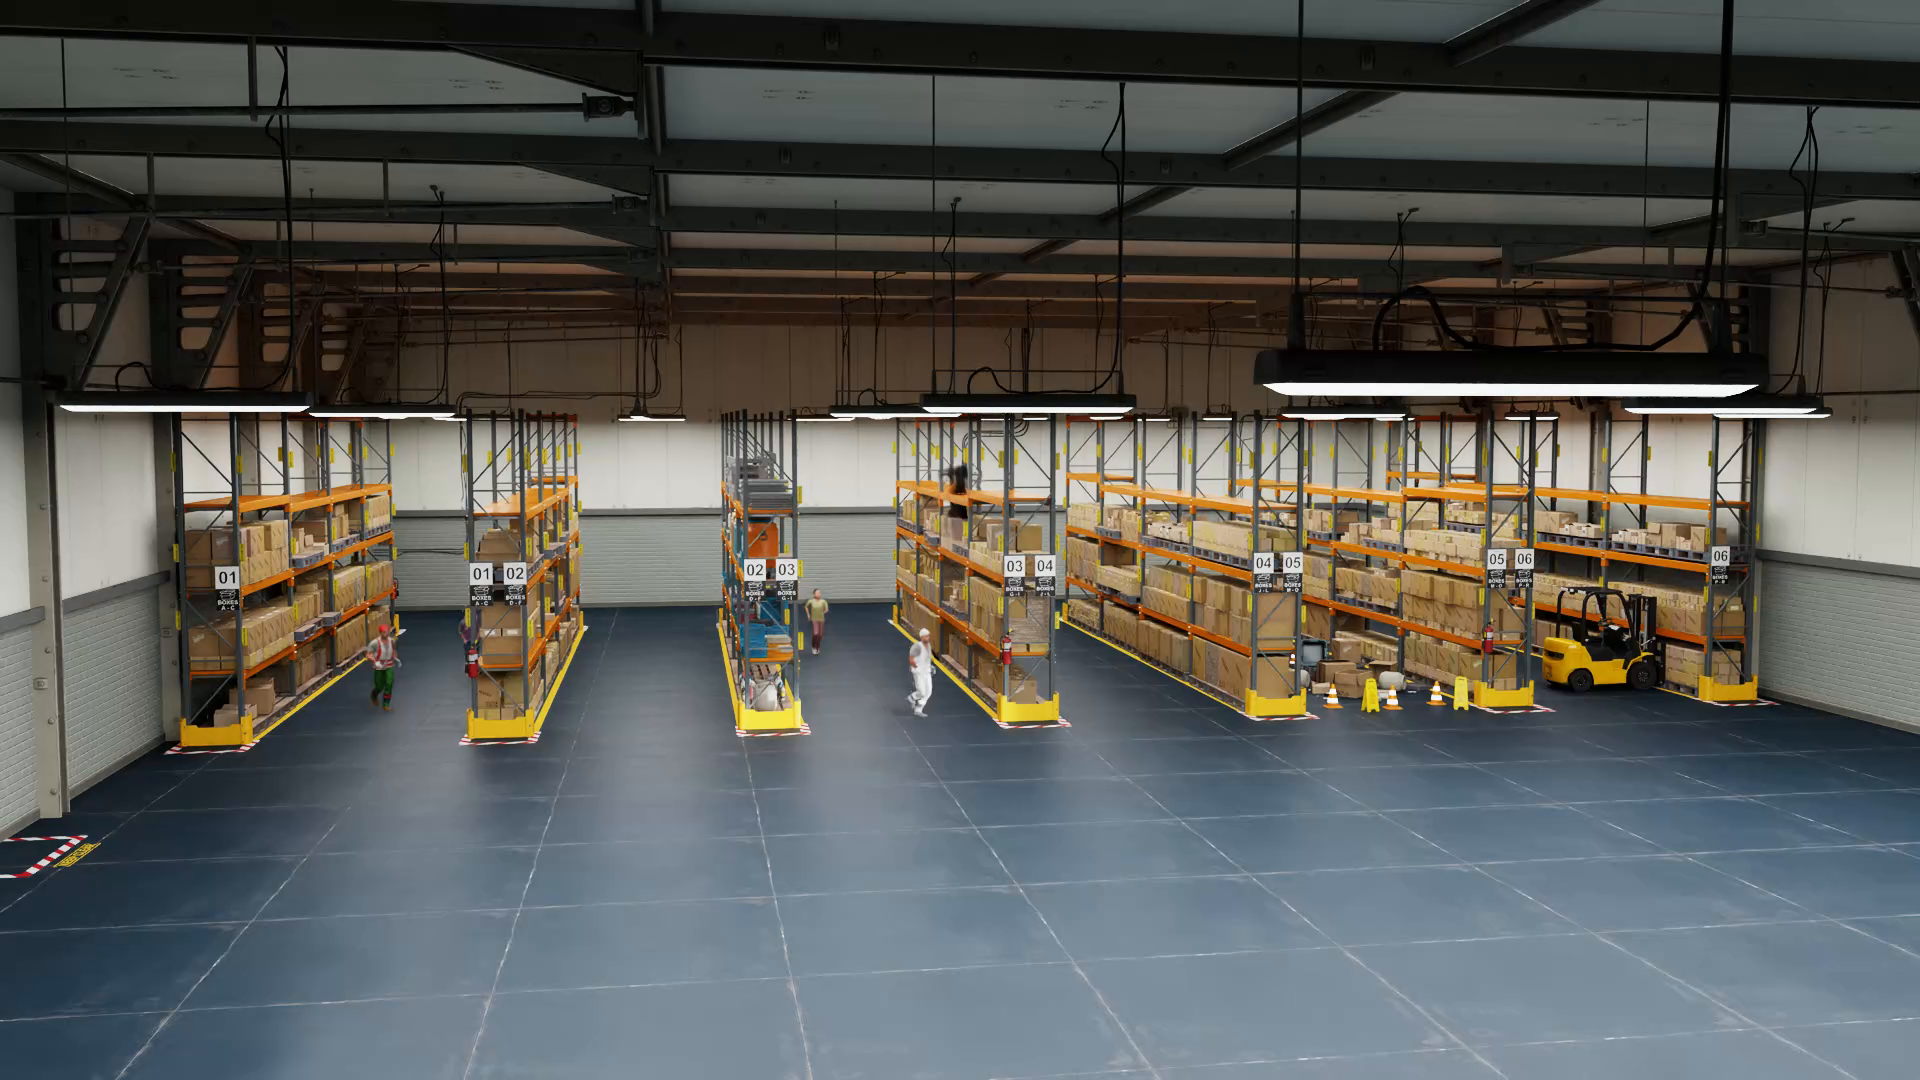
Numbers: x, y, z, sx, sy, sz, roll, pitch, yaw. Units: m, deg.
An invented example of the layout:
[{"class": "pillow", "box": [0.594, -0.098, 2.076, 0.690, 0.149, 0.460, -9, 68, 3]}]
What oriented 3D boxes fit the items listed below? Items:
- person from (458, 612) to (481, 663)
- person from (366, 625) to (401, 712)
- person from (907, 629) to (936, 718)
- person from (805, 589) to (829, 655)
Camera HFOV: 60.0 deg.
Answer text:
[{"class": "person", "box": [-11.304, 2.332, 38.402, 0.555, 1.428, 0.806, -2, 4, -25]}, {"class": "person", "box": [-11.576, 2.542, 33.248, 0.657, 1.738, 0.805, -3, 5, -39]}, {"class": "person", "box": [-0.817, 2.591, 32.611, 0.625, 1.735, 0.649, 4, 6, 44]}, {"class": "person", "box": [-3.521, 2.018, 41.123, 0.567, 1.646, 0.643, -1, 4, -15]}]
